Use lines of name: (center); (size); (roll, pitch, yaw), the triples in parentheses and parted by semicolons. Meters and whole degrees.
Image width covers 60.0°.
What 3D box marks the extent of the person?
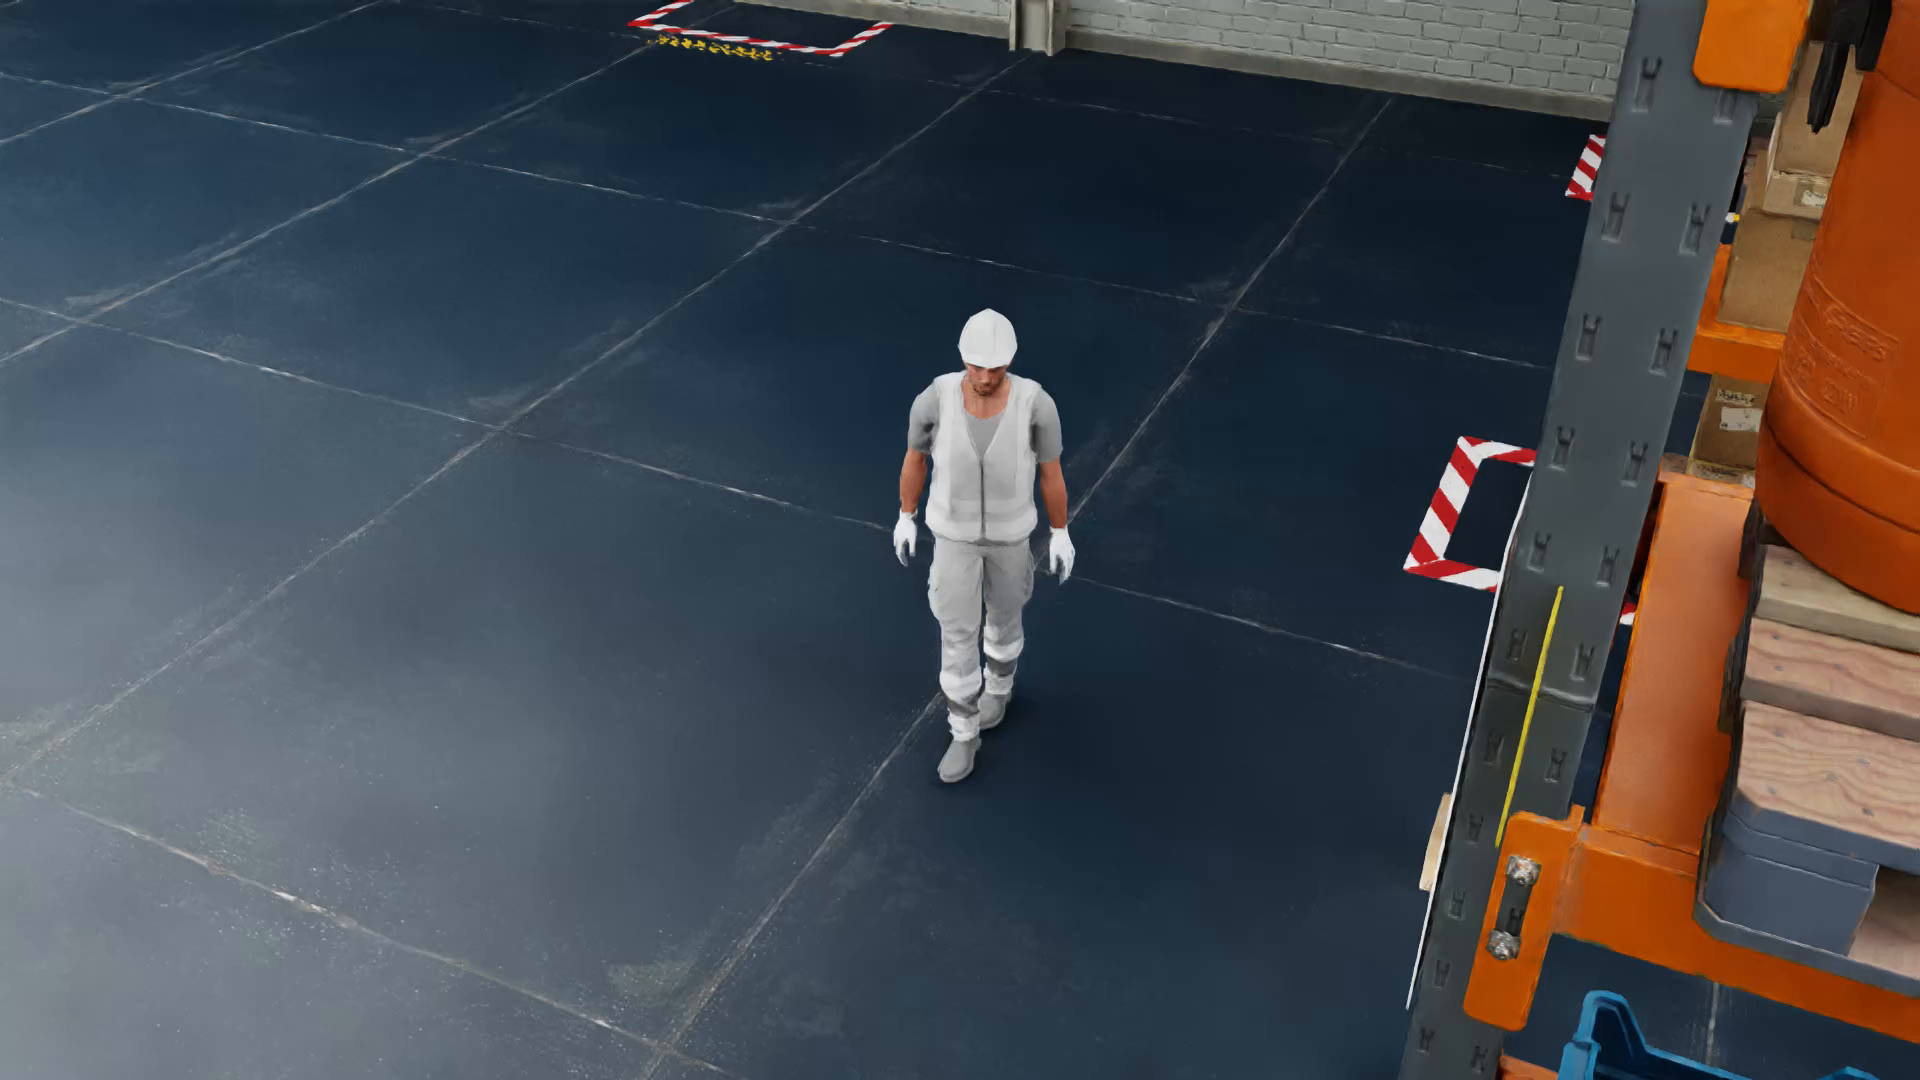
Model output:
person: (0.095, 0.028, 6.059); (0.664, 1.786, 0.614); (-3, 33, -4)
